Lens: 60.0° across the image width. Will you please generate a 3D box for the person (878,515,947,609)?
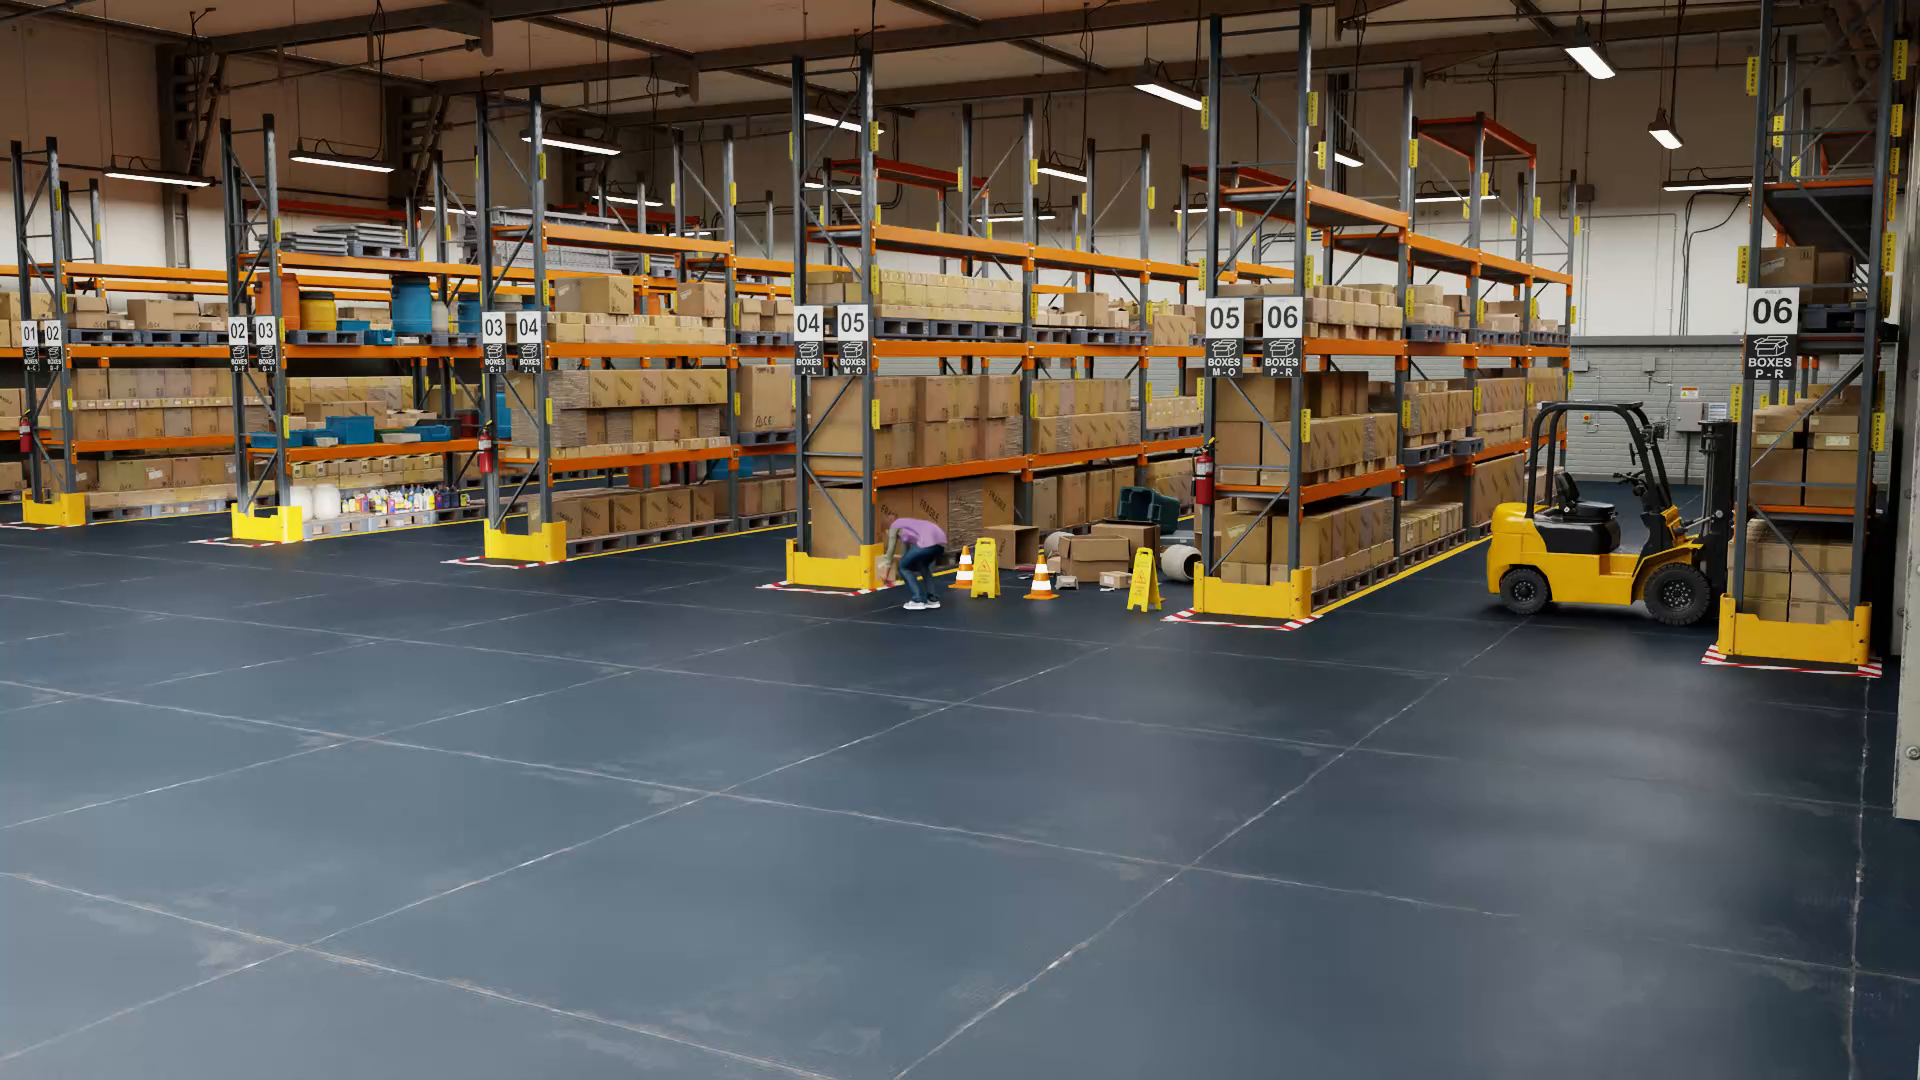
[{"bbox_3d":[-0.507,0.229,17.415,0.863,0.960,0.423,6,8,42],"label":"person"}]
